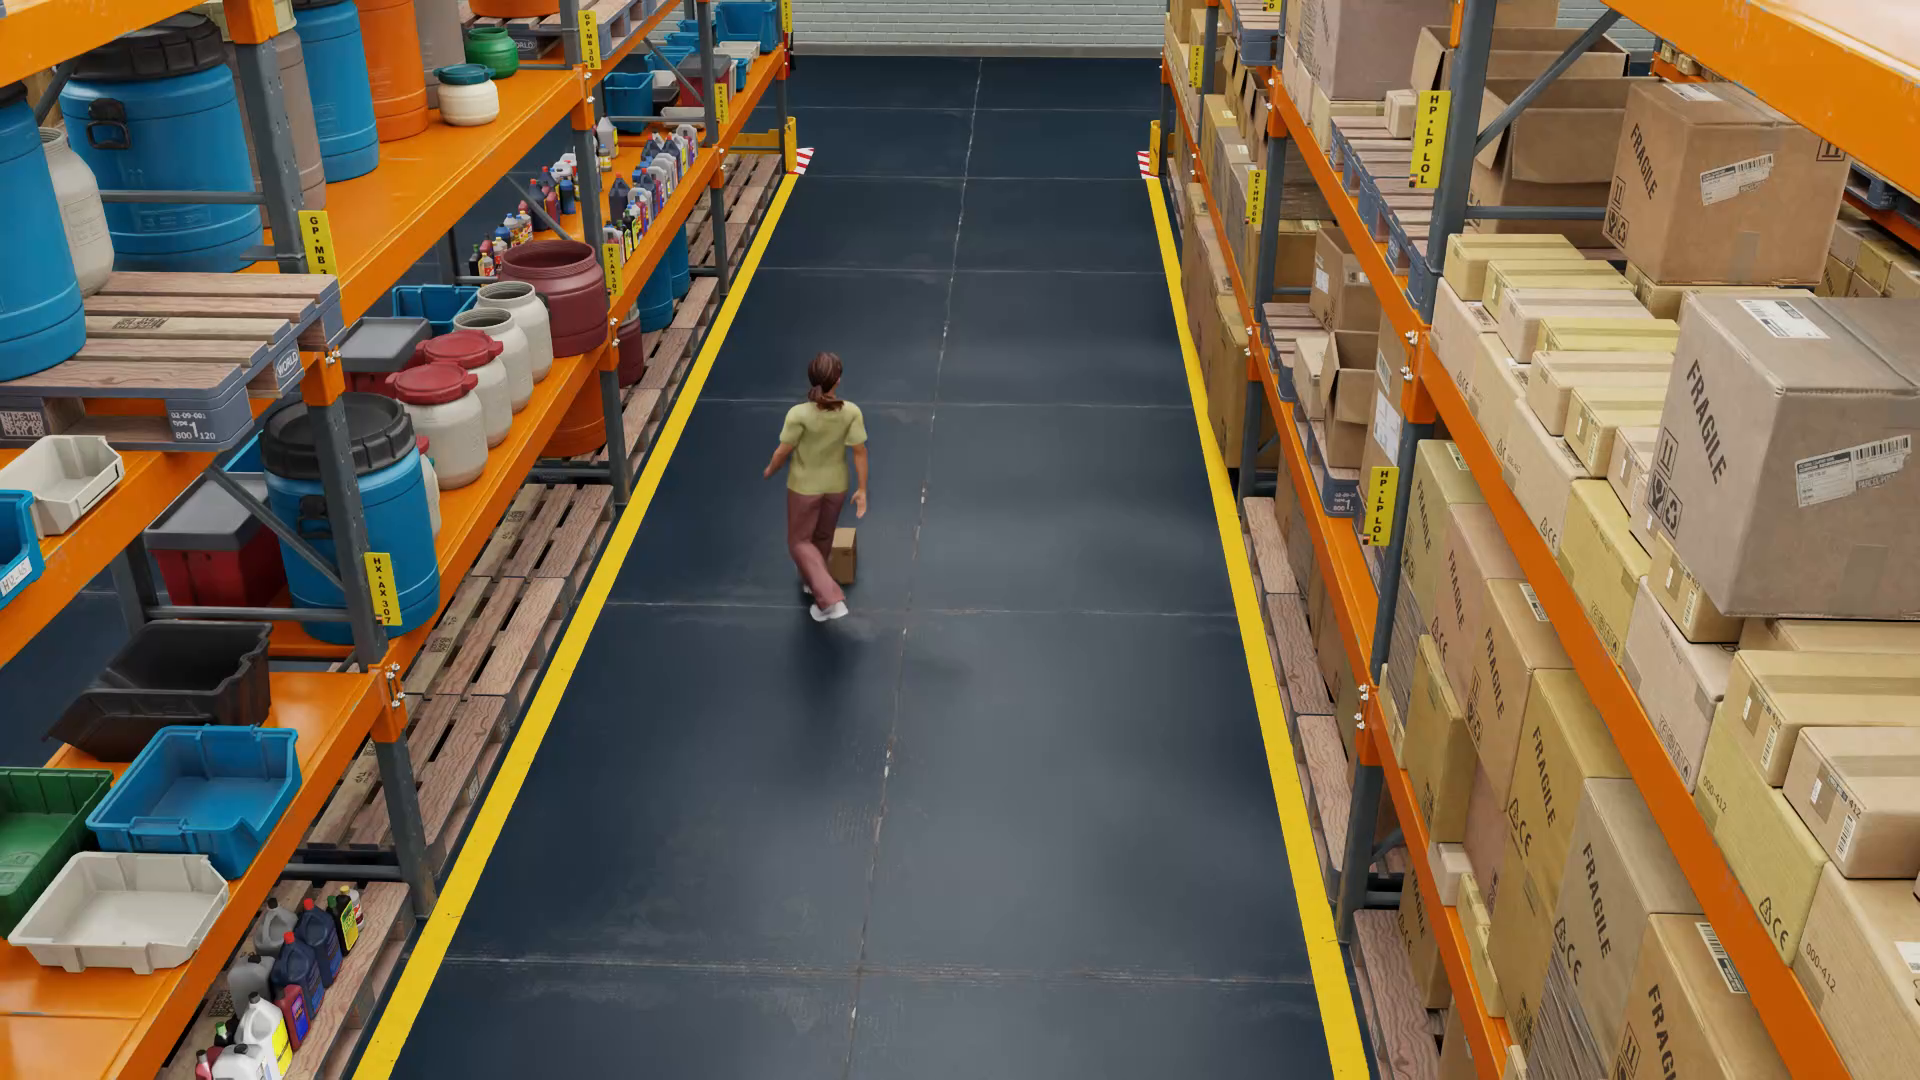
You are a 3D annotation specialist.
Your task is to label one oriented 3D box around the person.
[{"bbox_3d":[-0.793,-0.356,9.286,0.518,1.650,0.705,-5,29,-10],"label":"person"}]
